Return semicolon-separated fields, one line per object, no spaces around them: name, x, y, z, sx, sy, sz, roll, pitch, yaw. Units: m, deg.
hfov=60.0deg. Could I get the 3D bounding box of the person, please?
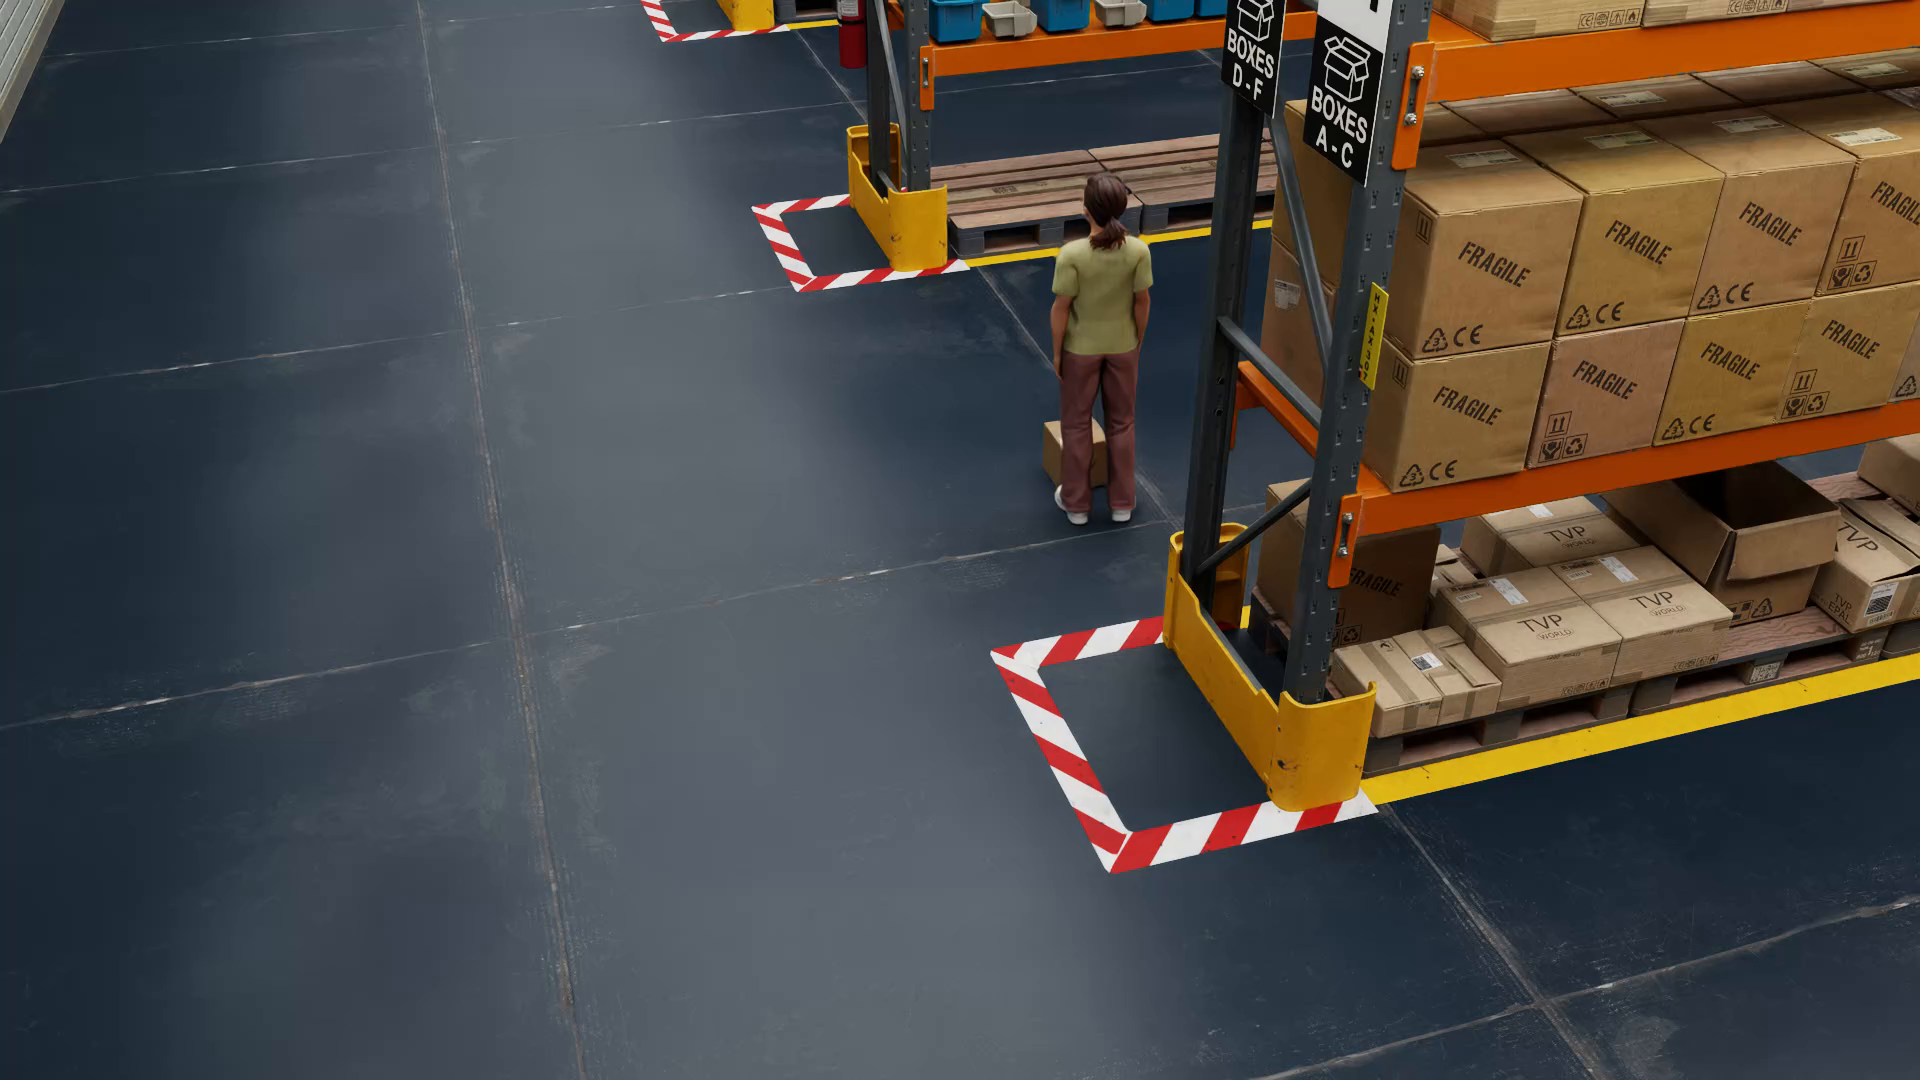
person;0.613;-0.822;7.374;0.457;1.691;0.364;-5;34;-7
